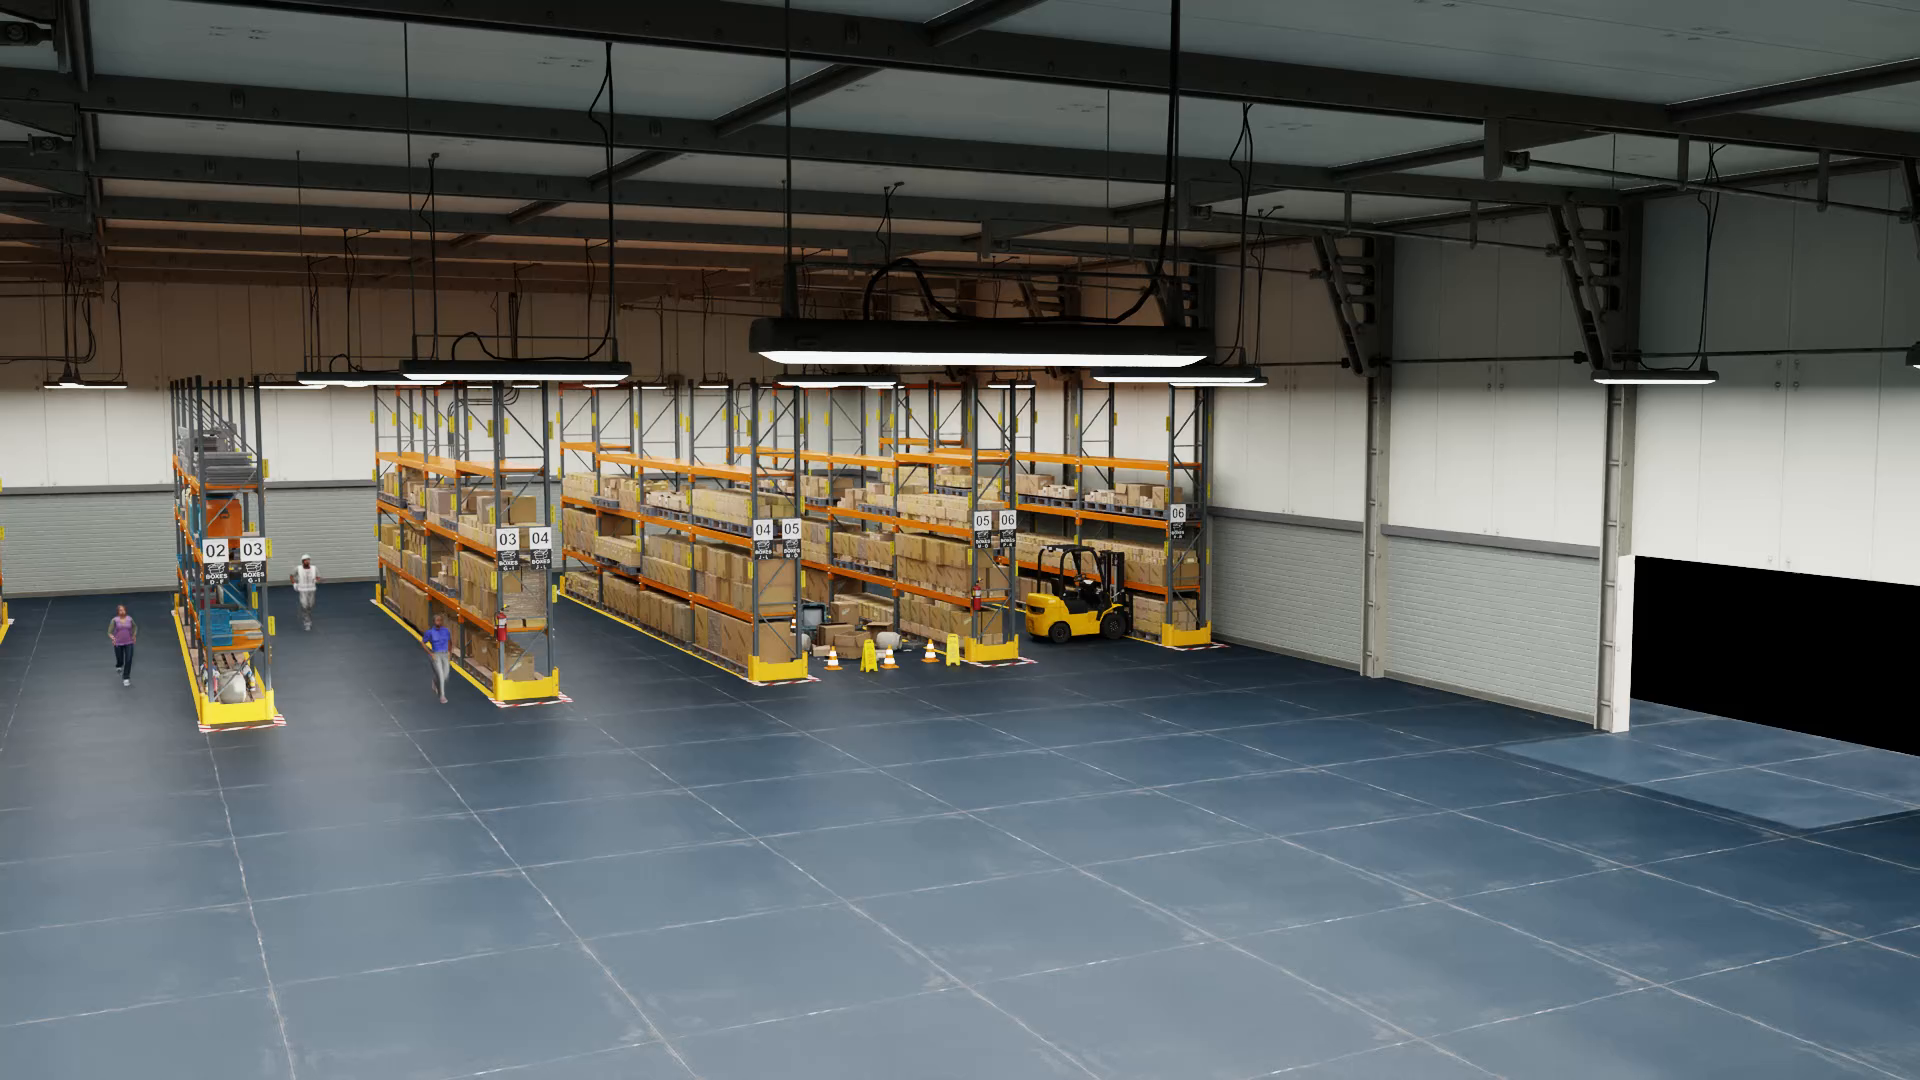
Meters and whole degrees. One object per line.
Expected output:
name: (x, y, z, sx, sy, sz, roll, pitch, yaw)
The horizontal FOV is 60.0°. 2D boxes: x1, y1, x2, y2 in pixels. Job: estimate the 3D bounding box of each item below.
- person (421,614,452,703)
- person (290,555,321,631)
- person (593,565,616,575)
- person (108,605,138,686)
person: (-9.718, 2.183, 30.886, 0.579, 1.628, 0.645, -4, 7, -41)
person: (-15.788, 1.263, 40.206, 0.674, 1.835, 0.741, -4, 6, -36)
person: (-10.648, 0.494, 49.454, 0.610, 1.644, 0.855, 4, 6, 36)
person: (-16.431, 2.050, 32.665, 0.546, 1.563, 0.657, -4, 6, -35)
